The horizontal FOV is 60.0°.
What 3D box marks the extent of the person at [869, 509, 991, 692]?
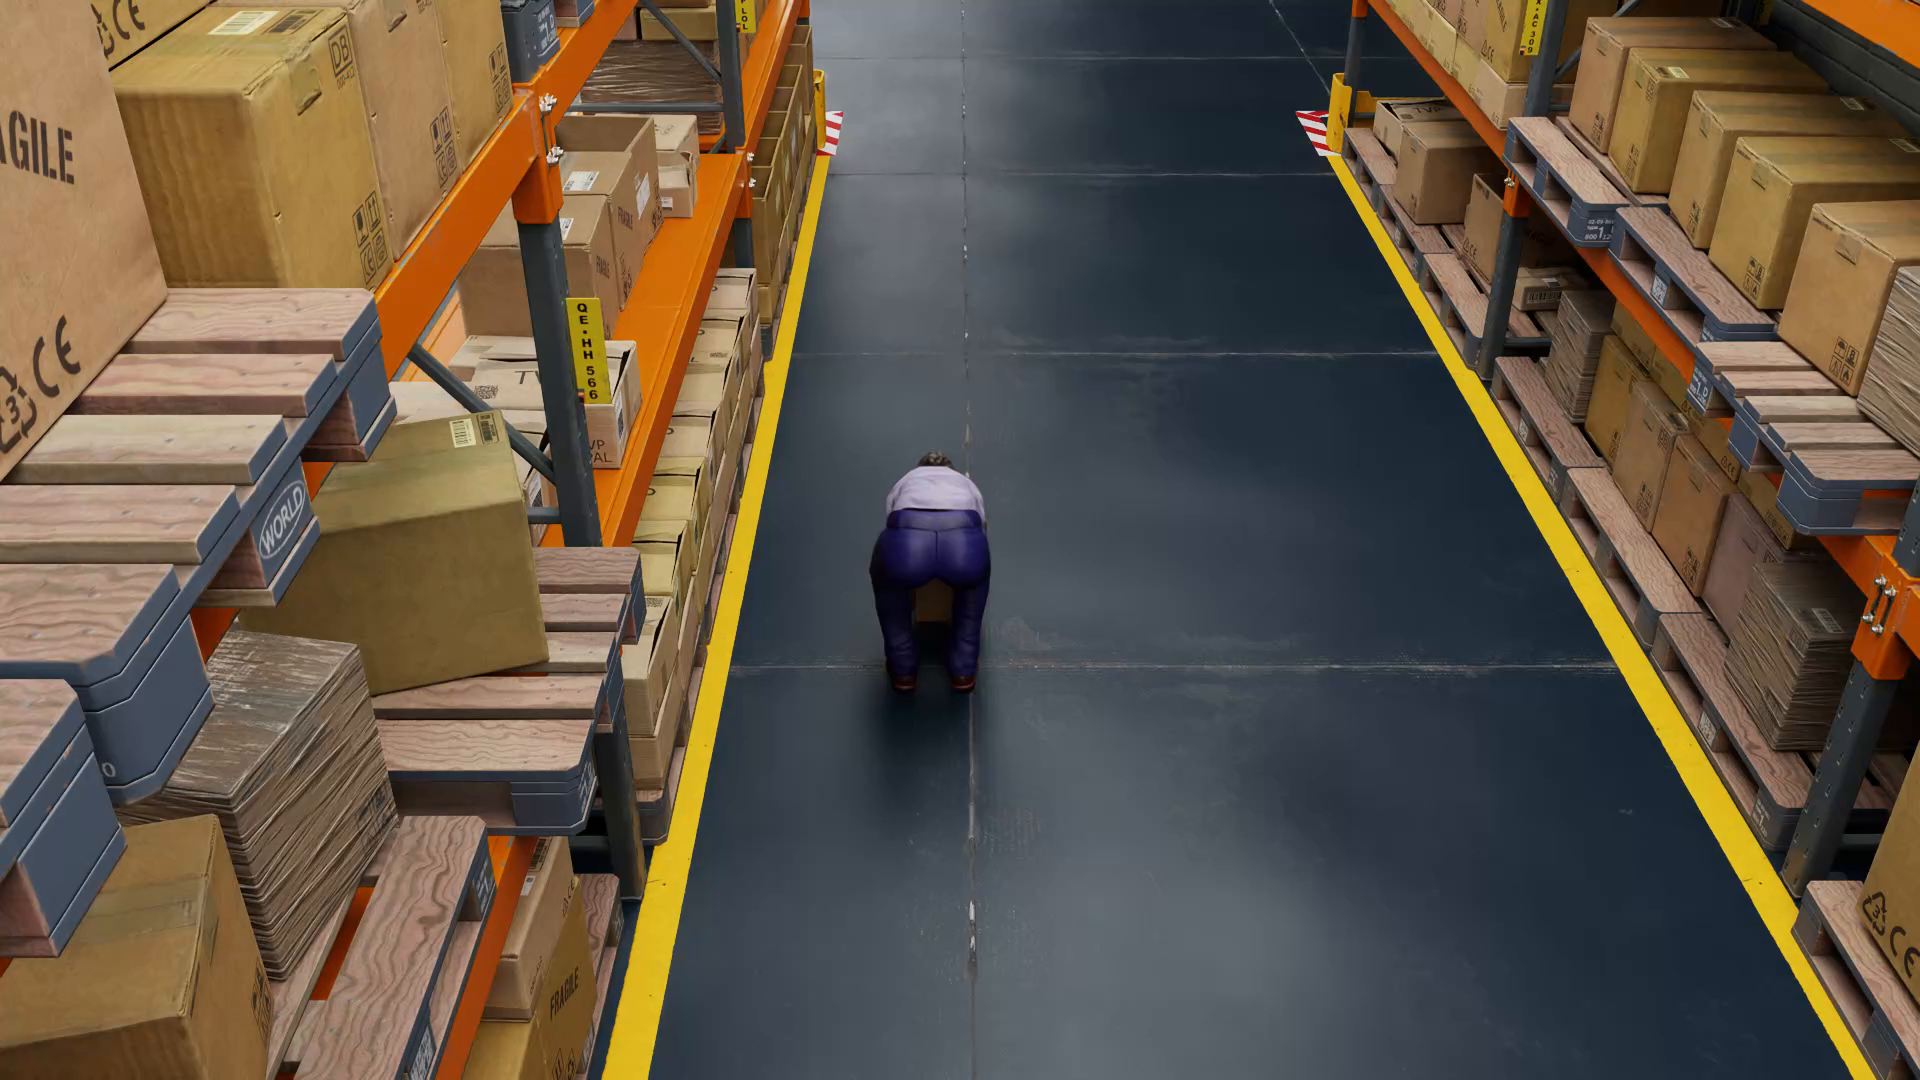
[{"bbox_3d":[-0.107,0.211,6.523,0.492,0.898,0.515,-2,32,-3],"label":"person"}]
